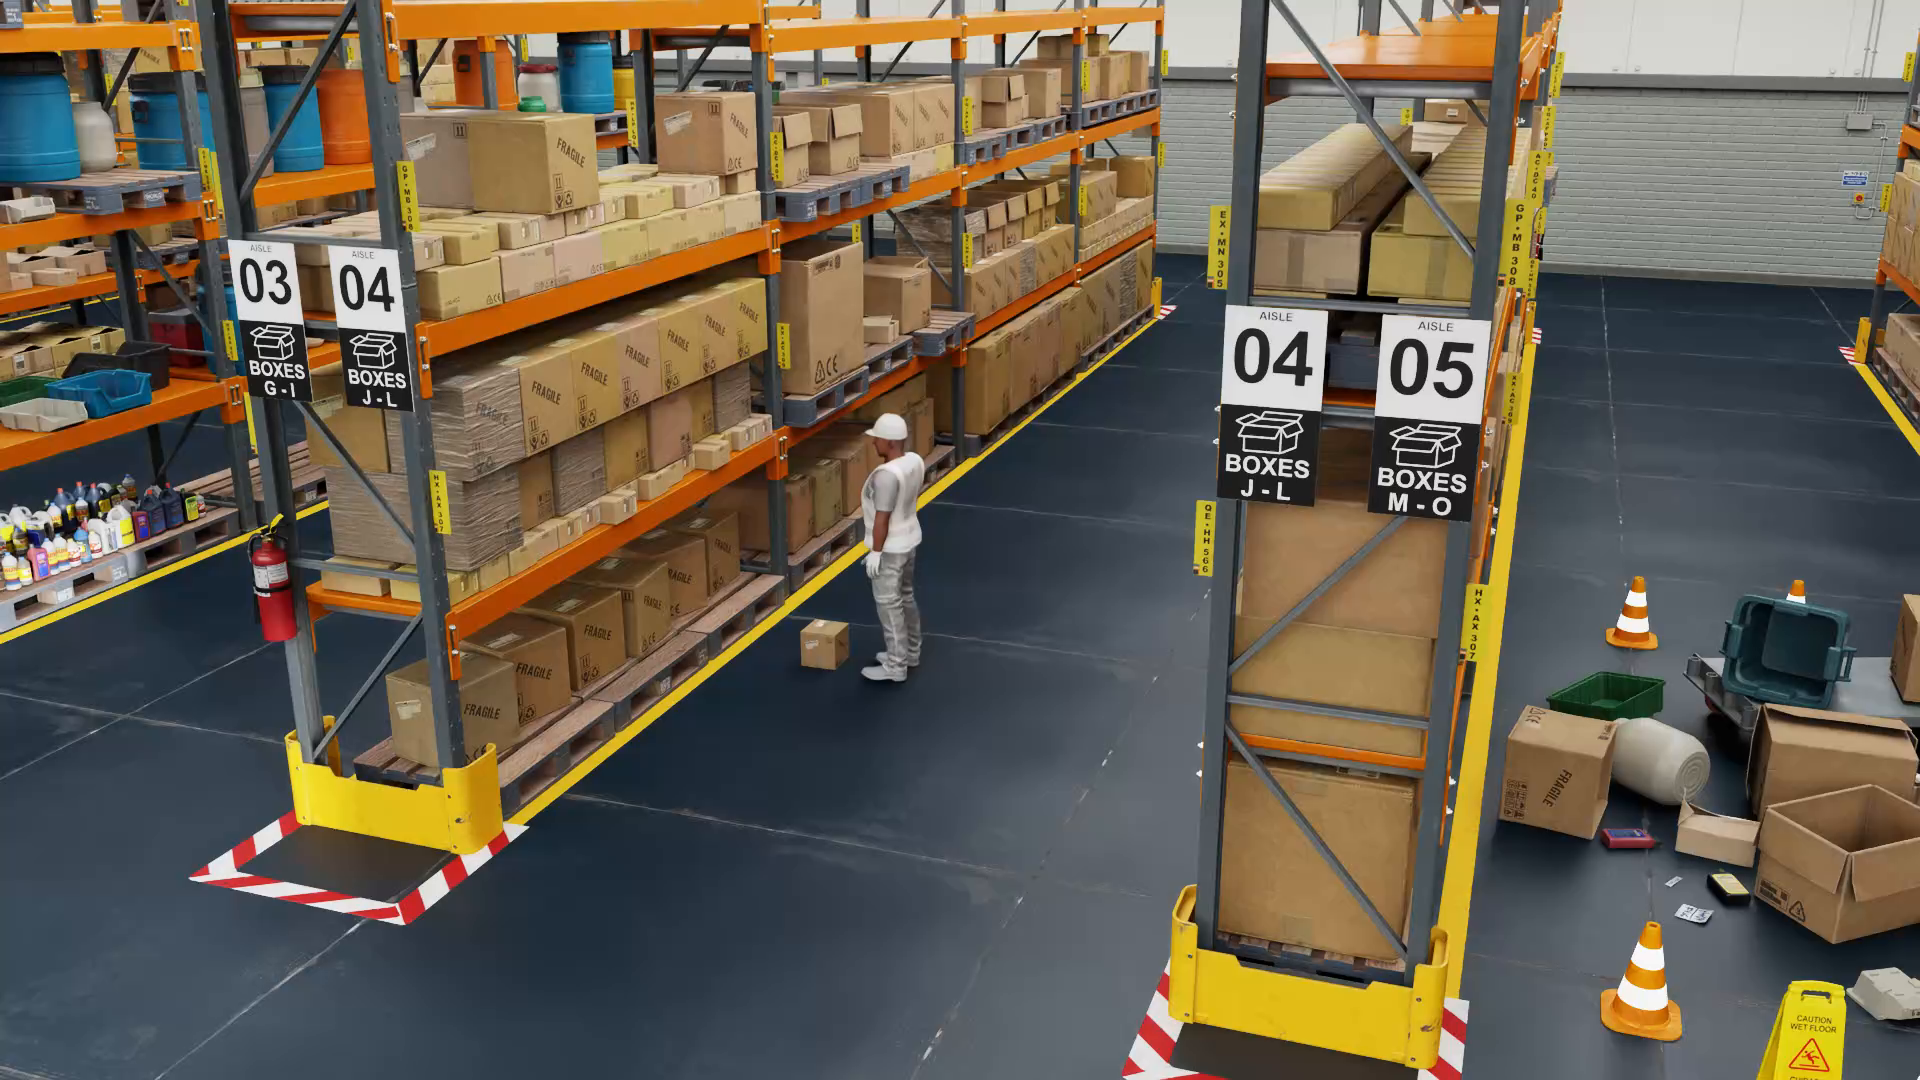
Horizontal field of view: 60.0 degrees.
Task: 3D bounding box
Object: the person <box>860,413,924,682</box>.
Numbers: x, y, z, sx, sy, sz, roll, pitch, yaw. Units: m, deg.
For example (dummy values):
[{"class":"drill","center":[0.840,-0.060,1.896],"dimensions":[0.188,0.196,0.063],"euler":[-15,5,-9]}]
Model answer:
[{"class":"person","center":[-0.454,0.041,10.902],"dimensions":[0.356,1.784,0.545],"euler":[7,20,20]}]
